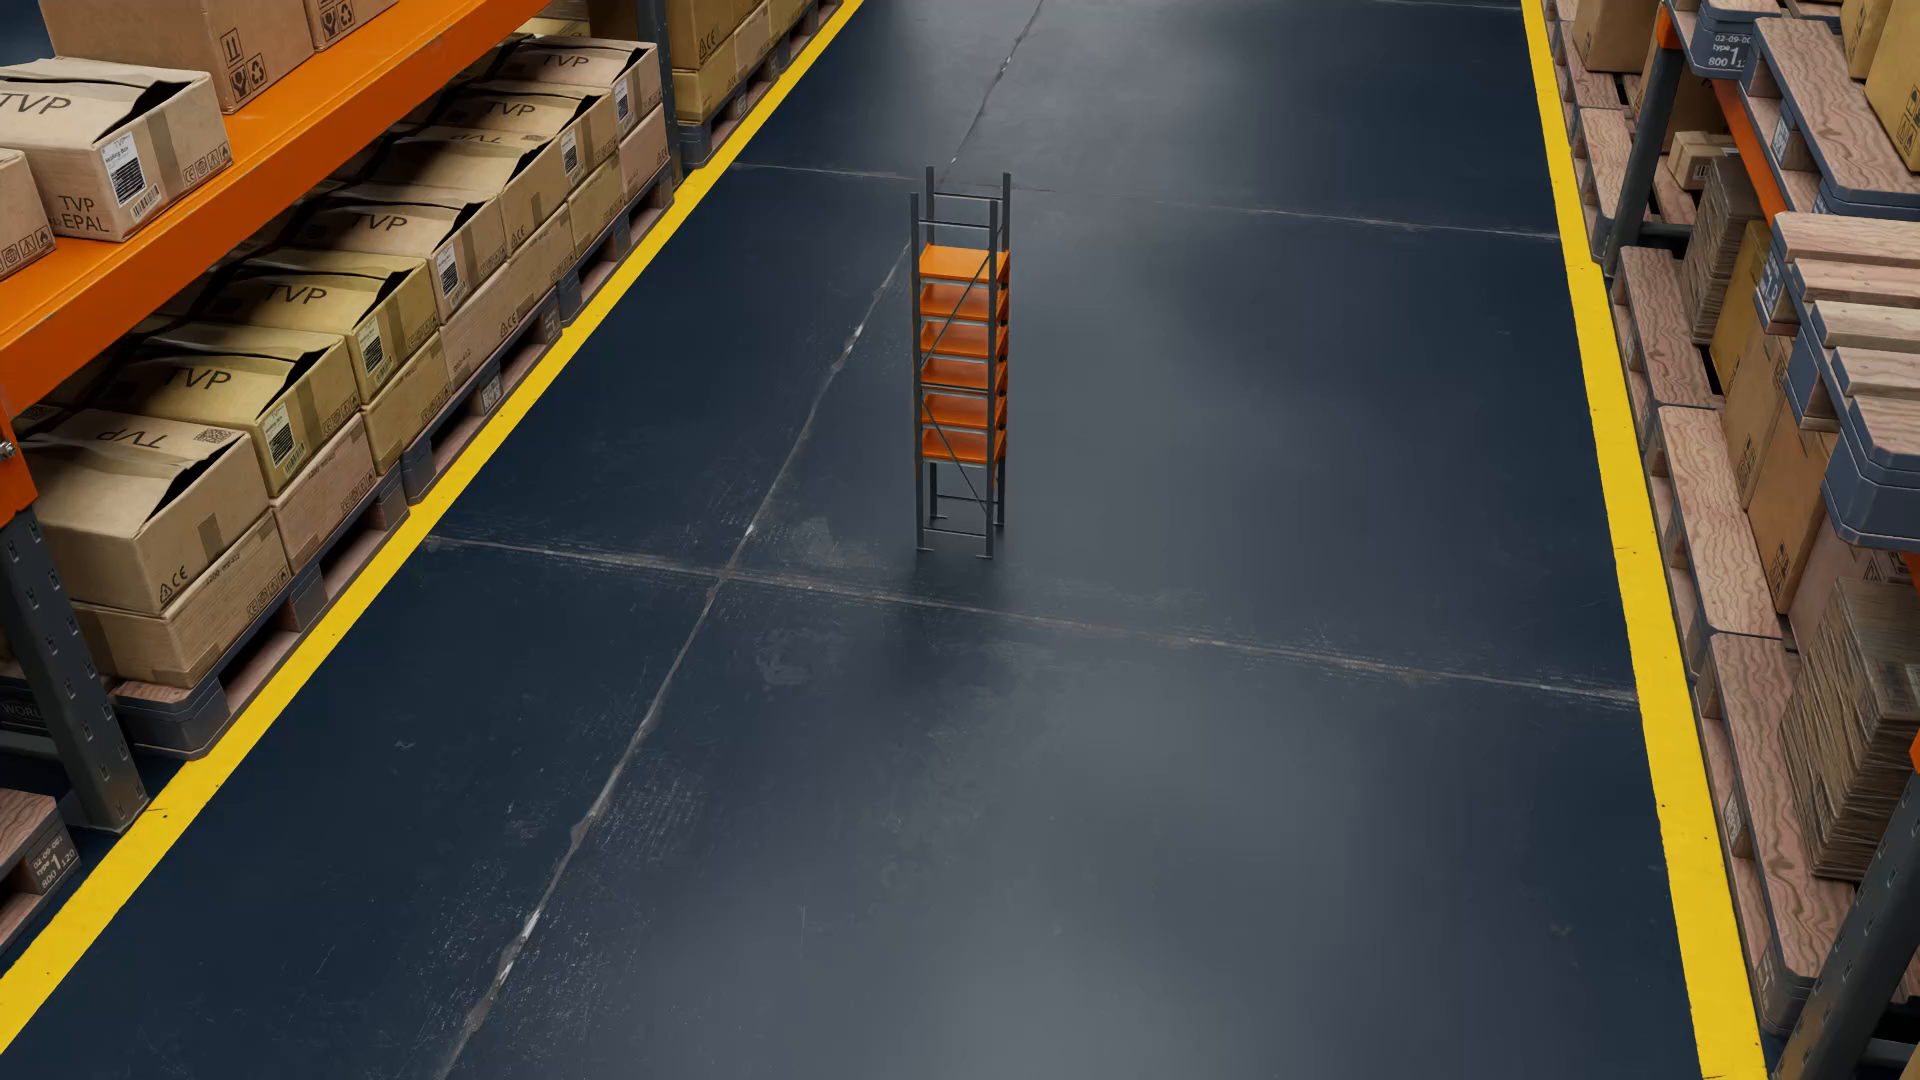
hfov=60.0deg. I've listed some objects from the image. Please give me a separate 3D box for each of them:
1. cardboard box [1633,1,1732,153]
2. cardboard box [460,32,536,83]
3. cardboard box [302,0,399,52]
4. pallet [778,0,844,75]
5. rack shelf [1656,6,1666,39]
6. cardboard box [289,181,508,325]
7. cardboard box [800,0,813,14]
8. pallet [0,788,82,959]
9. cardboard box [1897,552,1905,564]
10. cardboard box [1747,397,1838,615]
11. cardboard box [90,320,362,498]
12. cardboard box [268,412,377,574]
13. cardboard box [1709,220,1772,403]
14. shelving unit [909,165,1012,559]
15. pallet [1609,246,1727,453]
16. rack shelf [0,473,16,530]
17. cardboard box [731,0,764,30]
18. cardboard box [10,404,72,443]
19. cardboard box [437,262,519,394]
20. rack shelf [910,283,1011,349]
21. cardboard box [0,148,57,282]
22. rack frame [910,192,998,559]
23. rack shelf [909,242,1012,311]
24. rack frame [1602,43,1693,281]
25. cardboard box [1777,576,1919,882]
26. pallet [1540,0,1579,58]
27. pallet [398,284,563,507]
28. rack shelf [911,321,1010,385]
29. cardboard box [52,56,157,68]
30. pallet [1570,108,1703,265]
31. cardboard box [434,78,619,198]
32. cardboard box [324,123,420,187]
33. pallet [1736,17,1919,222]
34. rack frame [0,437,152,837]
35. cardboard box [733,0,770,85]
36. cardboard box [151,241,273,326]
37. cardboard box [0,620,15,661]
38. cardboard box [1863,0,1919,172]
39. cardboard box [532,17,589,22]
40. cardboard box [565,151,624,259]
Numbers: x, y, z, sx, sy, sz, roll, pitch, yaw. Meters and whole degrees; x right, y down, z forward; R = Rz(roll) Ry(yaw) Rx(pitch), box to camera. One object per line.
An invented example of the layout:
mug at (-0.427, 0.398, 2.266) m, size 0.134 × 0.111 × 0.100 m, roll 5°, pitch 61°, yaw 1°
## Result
cardboard box at (3.280, -2.001, 7.210) m, size 0.500 × 0.500 × 0.500 m, roll 5°, pitch 36°, yaw 6°
cardboard box at (-2.074, -1.932, 6.867) m, size 0.500 × 0.311 × 0.500 m, roll 7°, pitch 37°, yaw 10°
cardboard box at (-2.142, -1.867, 5.185) m, size 0.500 × 0.500 × 0.500 m, roll 7°, pitch 37°, yaw 10°
pallet at (-1.274, -2.877, 9.040) m, size 1.003 × 0.211 × 1.213 m, roll 7°, pitch 37°, yaw 10°
rack shelf at (3.525, -3.091, 7.571) m, size 1.077 × 0.370 × 4.000 m, roll 7°, pitch 37°, yaw 10°
cardboard box at (-1.874, -0.997, 5.577) m, size 0.500 × 0.311 × 0.500 m, roll 7°, pitch 36°, yaw 9°
cardboard box at (-1.023, -2.998, 8.816) m, size 0.500 × 0.250 × 0.500 m, roll 7°, pitch 37°, yaw 10°
pallet at (-2.794, 0.992, 3.702) m, size 1.003 × 0.211 × 1.213 m, roll 7°, pitch 37°, yaw 10°
cardboard box at (2.529, -0.150, 4.017) m, size 0.500 × 0.250 × 0.500 m, roll 8°, pitch 37°, yaw 11°
cardboard box at (2.648, -0.096, 4.582) m, size 0.700 × 0.500 × 0.500 m, roll 7°, pitch 37°, yaw 10°
cardboard box at (-2.094, -0.410, 4.767) m, size 0.500 × 0.311 × 0.500 m, roll 6°, pitch 36°, yaw 9°
cardboard box at (-2.092, -0.169, 4.913) m, size 0.500 × 0.250 × 0.500 m, roll 6°, pitch 36°, yaw 9°
cardboard box at (2.895, -0.675, 5.380) m, size 0.700 × 0.500 × 0.500 m, roll 7°, pitch 36°, yaw 9°
shelving unit at (0.003, -0.494, 4.909) m, size 0.258 × 1.200 × 0.189 m, roll 7°, pitch 37°, yaw 10°
pallet at (2.933, -0.660, 5.980) m, size 1.003 × 0.211 × 1.213 m, roll 7°, pitch 37°, yaw 10°
rack shelf at (-3.024, 0.877, 2.097) m, size 1.077 × 0.370 × 4.000 m, roll 7°, pitch 37°, yaw 10°
cardboard box at (-1.239, -2.729, 7.805) m, size 0.500 × 0.500 × 0.500 m, roll 7°, pitch 37°, yaw 10°
cardboard box at (-2.726, -0.176, 4.444) m, size 0.500 × 0.311 × 0.500 m, roll 8°, pitch 37°, yaw 11°
cardboard box at (-1.877, -0.762, 5.730) m, size 0.500 × 0.250 × 0.500 m, roll 8°, pitch 37°, yaw 11°
rack shelf at (0.003, -0.652, 4.795) m, size 0.258 × 0.103 × 0.180 m, roll 7°, pitch 37°, yaw 10°
cardboard box at (-2.477, -0.728, 3.774) m, size 0.500 × 0.311 × 0.500 m, roll 10°, pitch 37°, yaw 13°
rack frame at (-0.016, -0.442, 4.837) m, size 0.240 × 1.200 × 0.006 m, roll 7°, pitch 37°, yaw 10°
rack shelf at (0.003, -0.750, 4.724) m, size 0.258 × 0.103 × 0.180 m, roll 7°, pitch 37°, yaw 10°
rack frame at (3.097, -2.235, 5.778) m, size 1.000 × 3.000 × 0.127 m, roll 7°, pitch 37°, yaw 10°
cardboard box at (2.346, 0.473, 3.797) m, size 0.700 × 0.500 × 0.500 m, roll 8°, pitch 37°, yaw 11°
pallet at (3.727, -2.894, 9.064) m, size 1.003 × 0.211 × 1.213 m, roll 7°, pitch 37°, yaw 10°
pallet at (-2.120, -0.596, 5.893) m, size 1.003 × 0.211 × 1.213 m, roll 7°, pitch 37°, yaw 10°
rack shelf at (0.003, -0.555, 4.865) m, size 0.258 × 0.103 × 0.180 m, roll 7°, pitch 37°, yaw 10°
cardboard box at (-2.380, -1.197, 4.560) m, size 0.380 × 0.149 × 0.250 m, roll 10°, pitch 37°, yaw 13°
pallet at (3.206, -1.496, 7.134) m, size 1.003 × 0.211 × 1.213 m, roll 7°, pitch 37°, yaw 10°
cardboard box at (-1.654, -1.571, 6.368) m, size 0.500 × 0.311 × 0.500 m, roll 8°, pitch 37°, yaw 11°
cardboard box at (-2.296, -1.349, 6.062) m, size 0.500 × 0.311 × 0.500 m, roll 6°, pitch 36°, yaw 8°
pallet at (2.626, -1.004, 4.243) m, size 1.003 × 0.211 × 1.213 m, roll 7°, pitch 37°, yaw 10°
rack frame at (-2.597, -0.561, 3.468) m, size 1.000 × 3.000 × 0.127 m, roll 7°, pitch 37°, yaw 10°
cardboard box at (-1.236, -2.425, 8.024) m, size 0.500 × 0.250 × 0.500 m, roll 7°, pitch 37°, yaw 10°
cardboard box at (-2.511, -0.764, 5.255) m, size 0.500 × 0.311 × 0.500 m, roll 7°, pitch 37°, yaw 10°
cardboard box at (-2.723, 0.050, 4.610) m, size 0.500 × 0.250 × 0.500 m, roll 8°, pitch 37°, yaw 11°
cardboard box at (2.578, -1.148, 3.818) m, size 0.700 × 0.500 × 0.500 m, roll 7°, pitch 37°, yaw 10°
cardboard box at (-1.741, -2.489, 8.114) m, size 0.500 × 0.250 × 0.500 m, roll 7°, pitch 37°, yaw 10°
cardboard box at (-1.658, -1.347, 6.537) m, size 0.500 × 0.250 × 0.500 m, roll 7°, pitch 36°, yaw 9°
